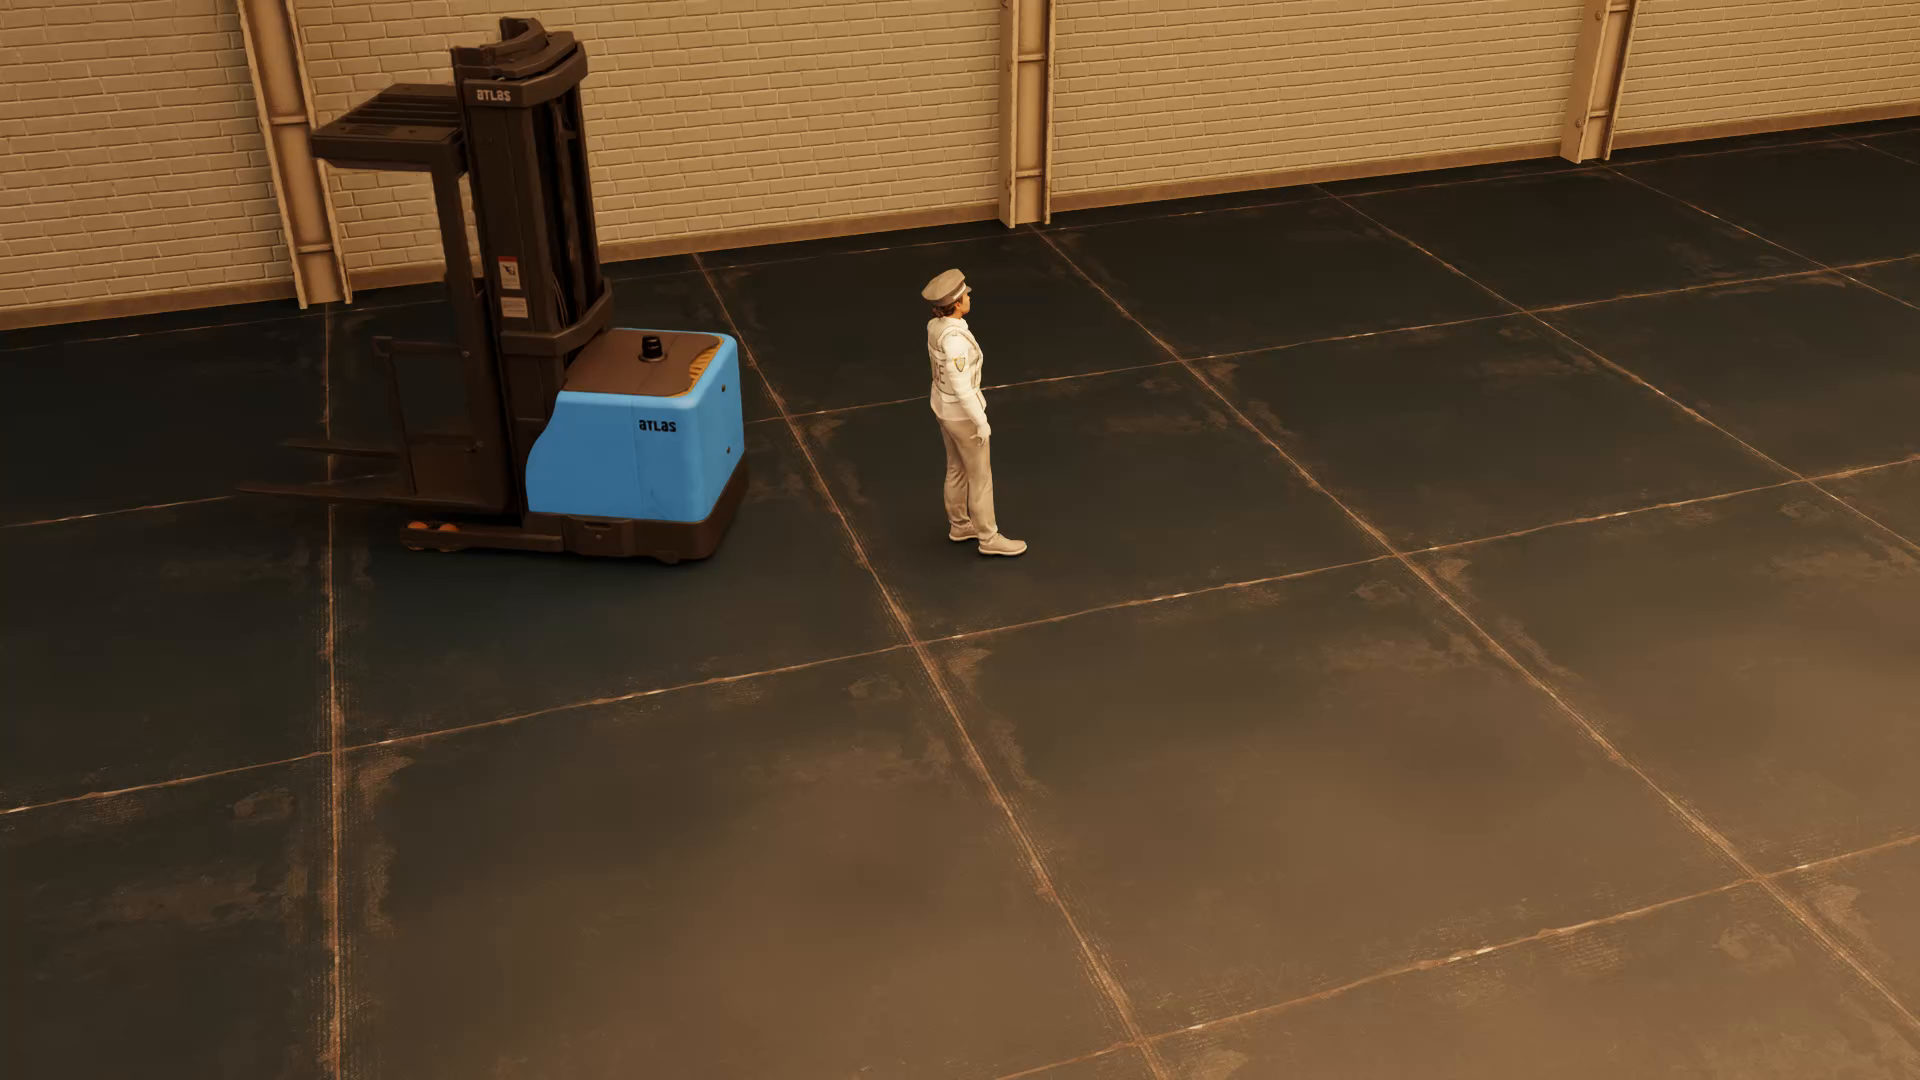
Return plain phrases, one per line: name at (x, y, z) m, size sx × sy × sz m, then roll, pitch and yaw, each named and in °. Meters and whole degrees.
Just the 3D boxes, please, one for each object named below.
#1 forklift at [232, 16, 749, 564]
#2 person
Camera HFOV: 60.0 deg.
forklift at (-2.889, -1.451, 9.609) m, size 3.031 × 2.935 × 1.130 m, roll 4°, pitch 30°, yaw 7°
person at (0.066, -0.748, 9.613) m, size 0.534 × 1.696 × 0.587 m, roll -10°, pitch 31°, yaw -16°
